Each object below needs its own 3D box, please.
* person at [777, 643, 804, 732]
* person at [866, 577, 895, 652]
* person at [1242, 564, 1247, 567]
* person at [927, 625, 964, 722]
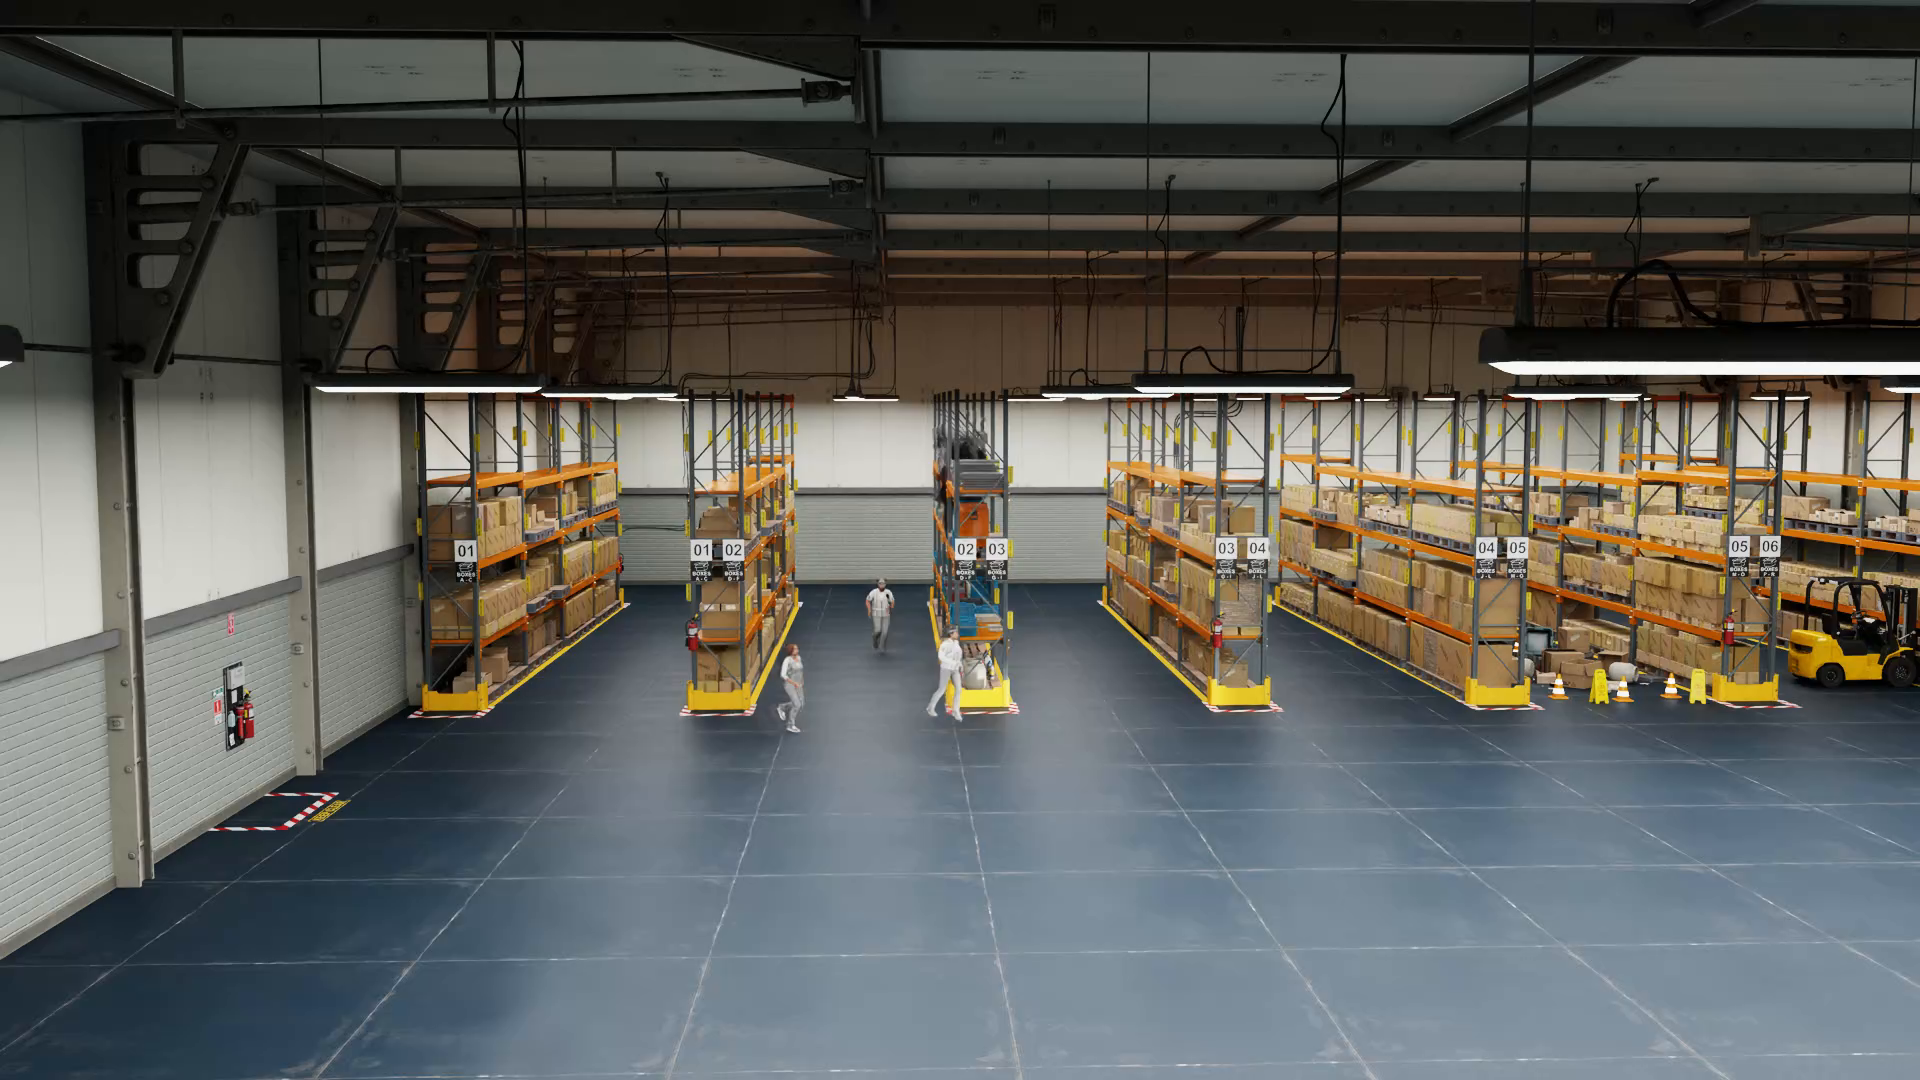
[{"bbox_3d":[-2.971,2.579,29.155,0.612,1.565,0.550,3,6,33],"label":"person"},{"bbox_3d":[-1.810,1.728,38.306,0.655,1.736,0.593,-1,5,-11],"label":"person"},{"bbox_3d":[8.204,0.952,48.107,0.719,1.694,0.524,4,6,40],"label":"person"},{"bbox_3d":[-0.156,2.409,30.356,0.775,1.712,0.671,4,6,43],"label":"person"}]
